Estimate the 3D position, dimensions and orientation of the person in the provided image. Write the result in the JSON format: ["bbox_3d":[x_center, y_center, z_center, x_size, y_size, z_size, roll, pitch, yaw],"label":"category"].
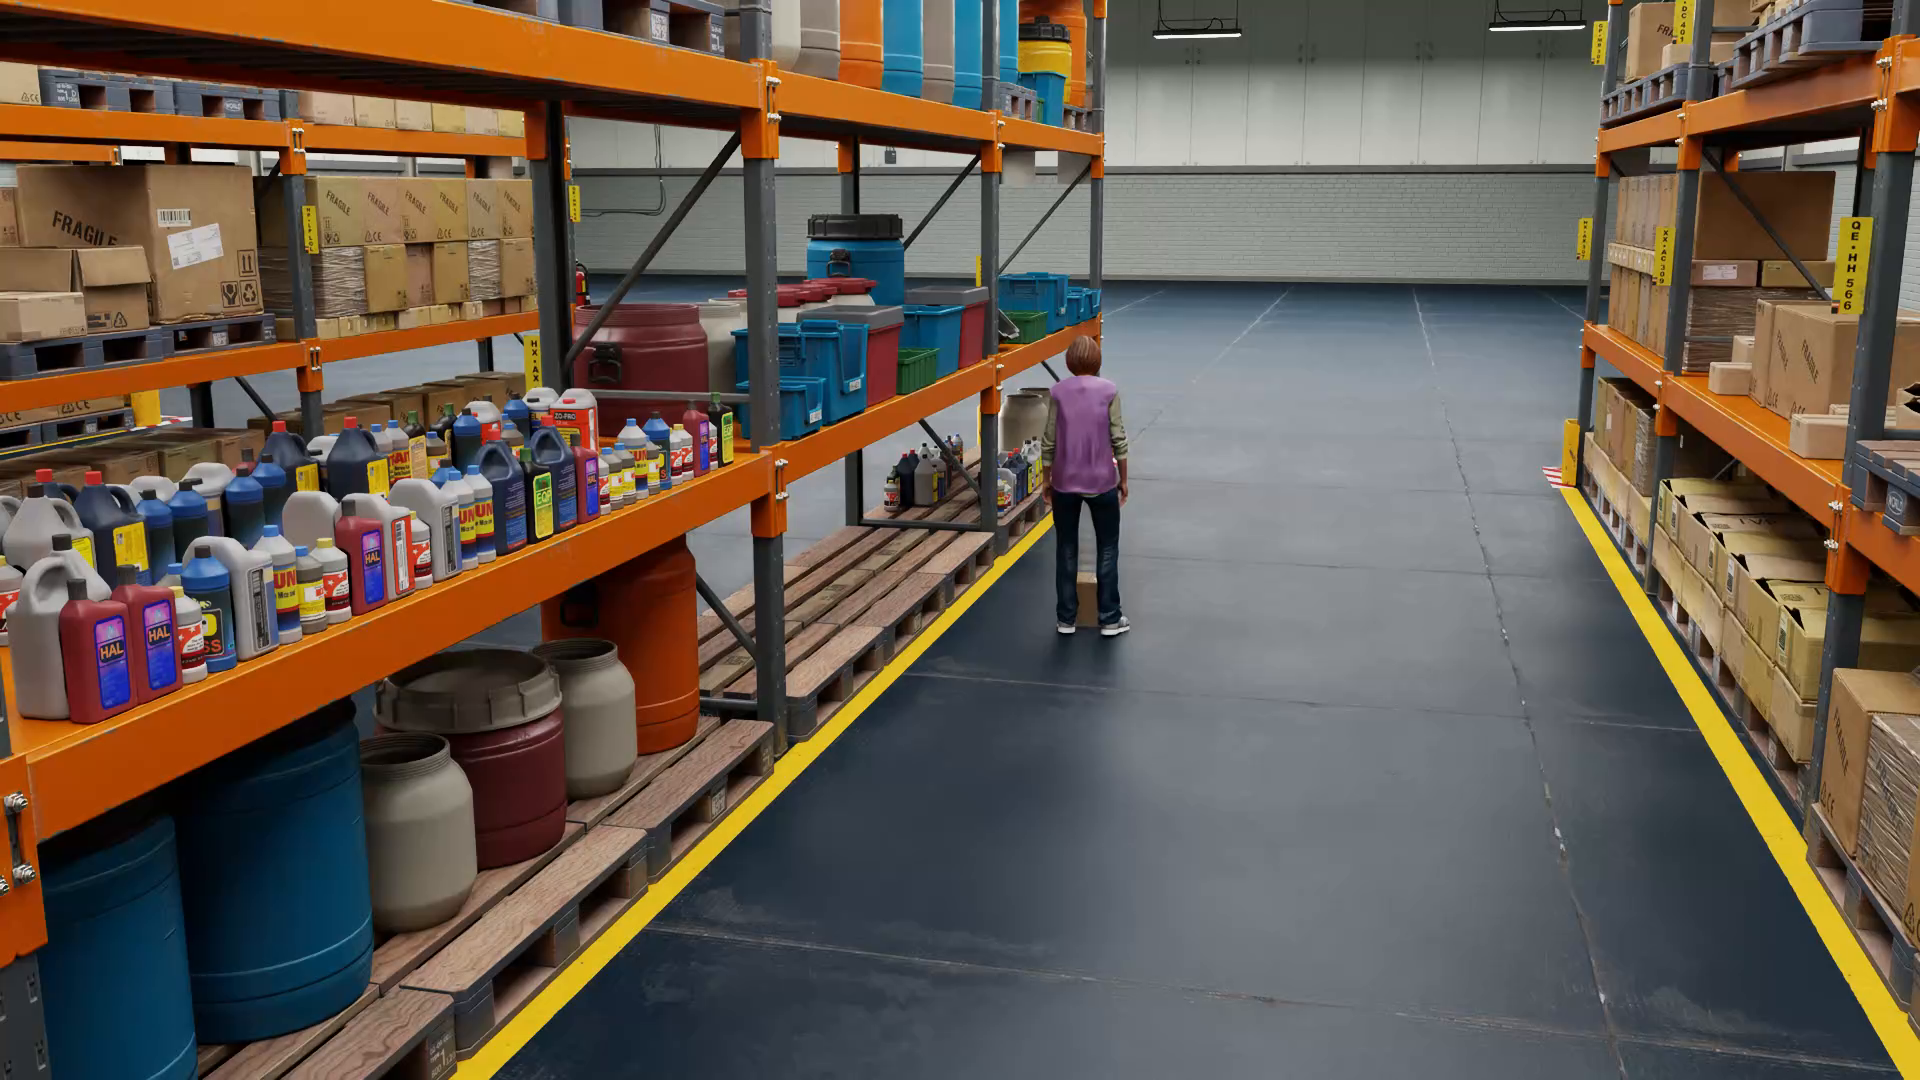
[{"bbox_3d":[0.667,-0.282,8.838,0.485,1.593,0.343,2,12,10],"label":"person"}]
